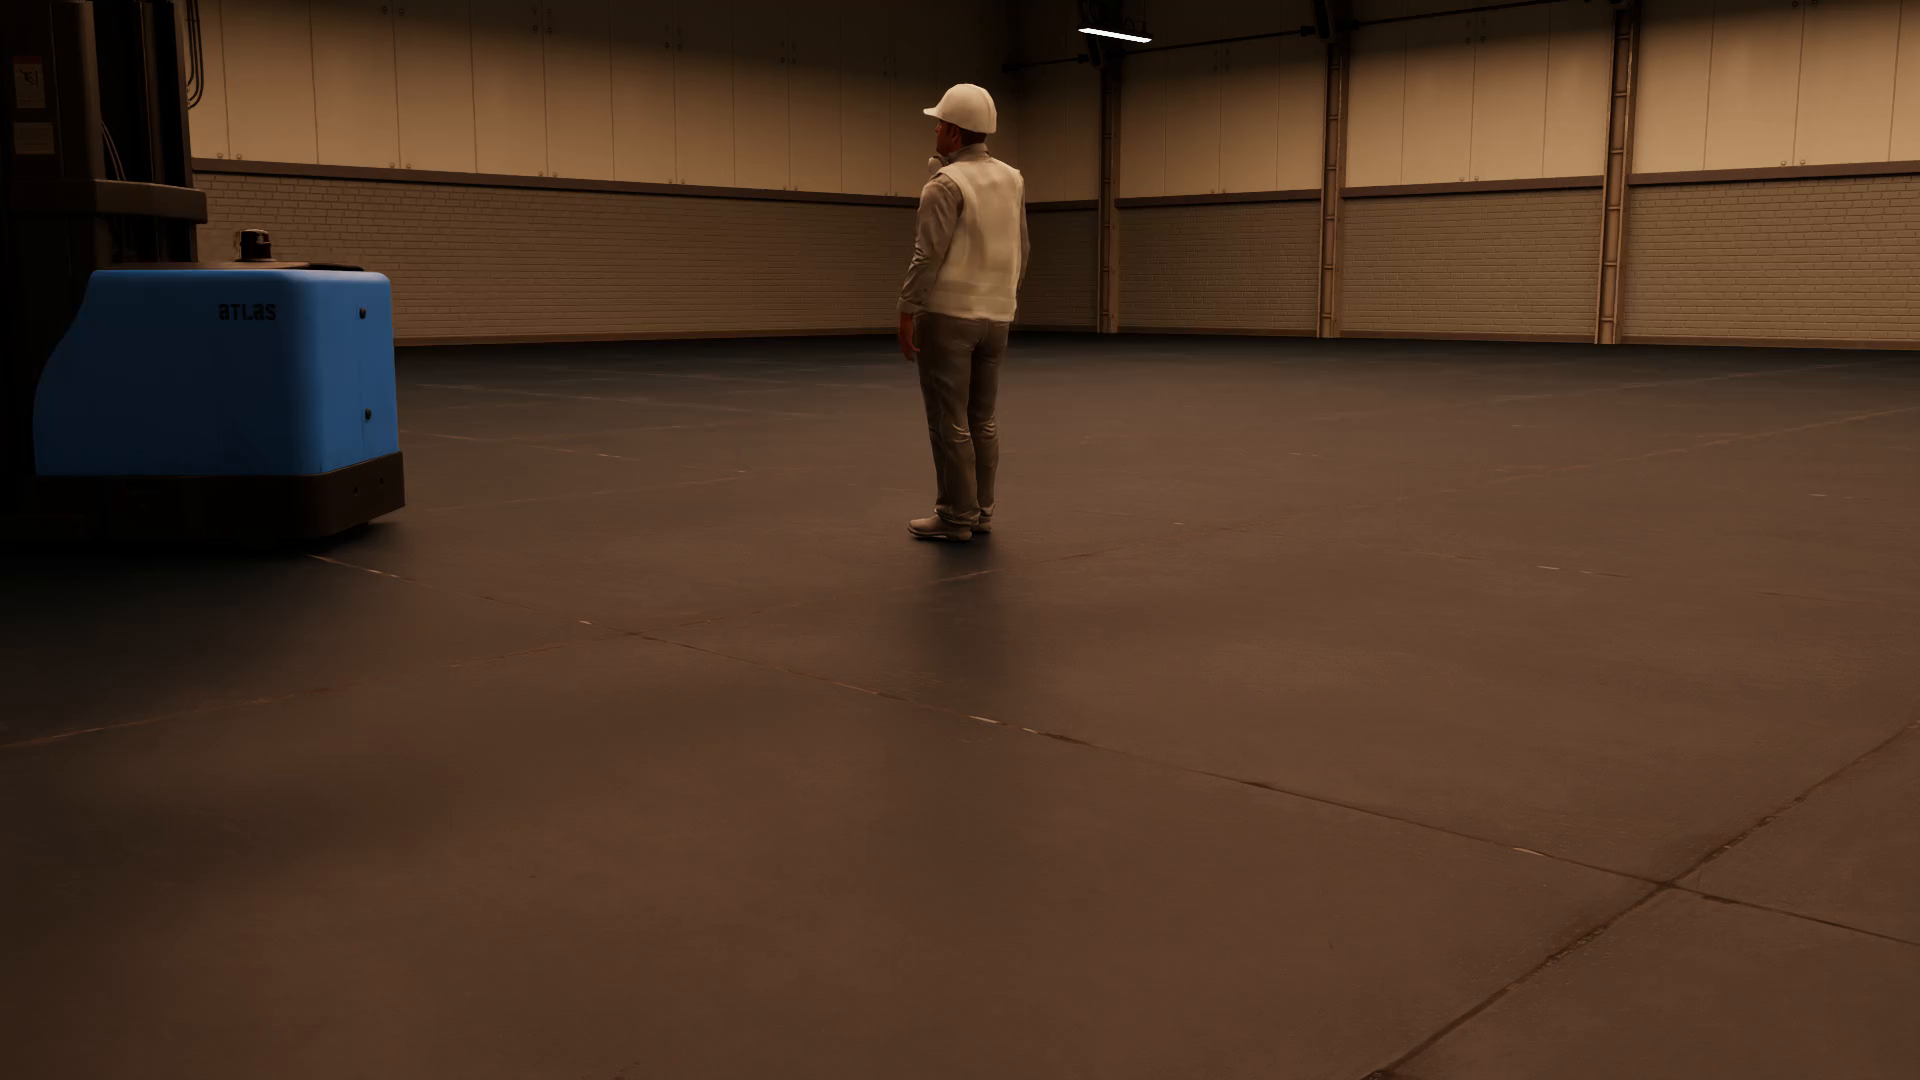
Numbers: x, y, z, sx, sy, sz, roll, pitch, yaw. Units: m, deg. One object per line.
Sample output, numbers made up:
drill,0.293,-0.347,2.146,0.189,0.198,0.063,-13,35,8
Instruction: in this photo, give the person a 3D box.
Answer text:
person,-0.040,-0.892,6.632,0.568,1.774,0.633,8,12,43

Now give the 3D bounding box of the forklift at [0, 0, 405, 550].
forklift,-3.916,-1.458,6.558,3.031,2.935,1.130,0,9,0
